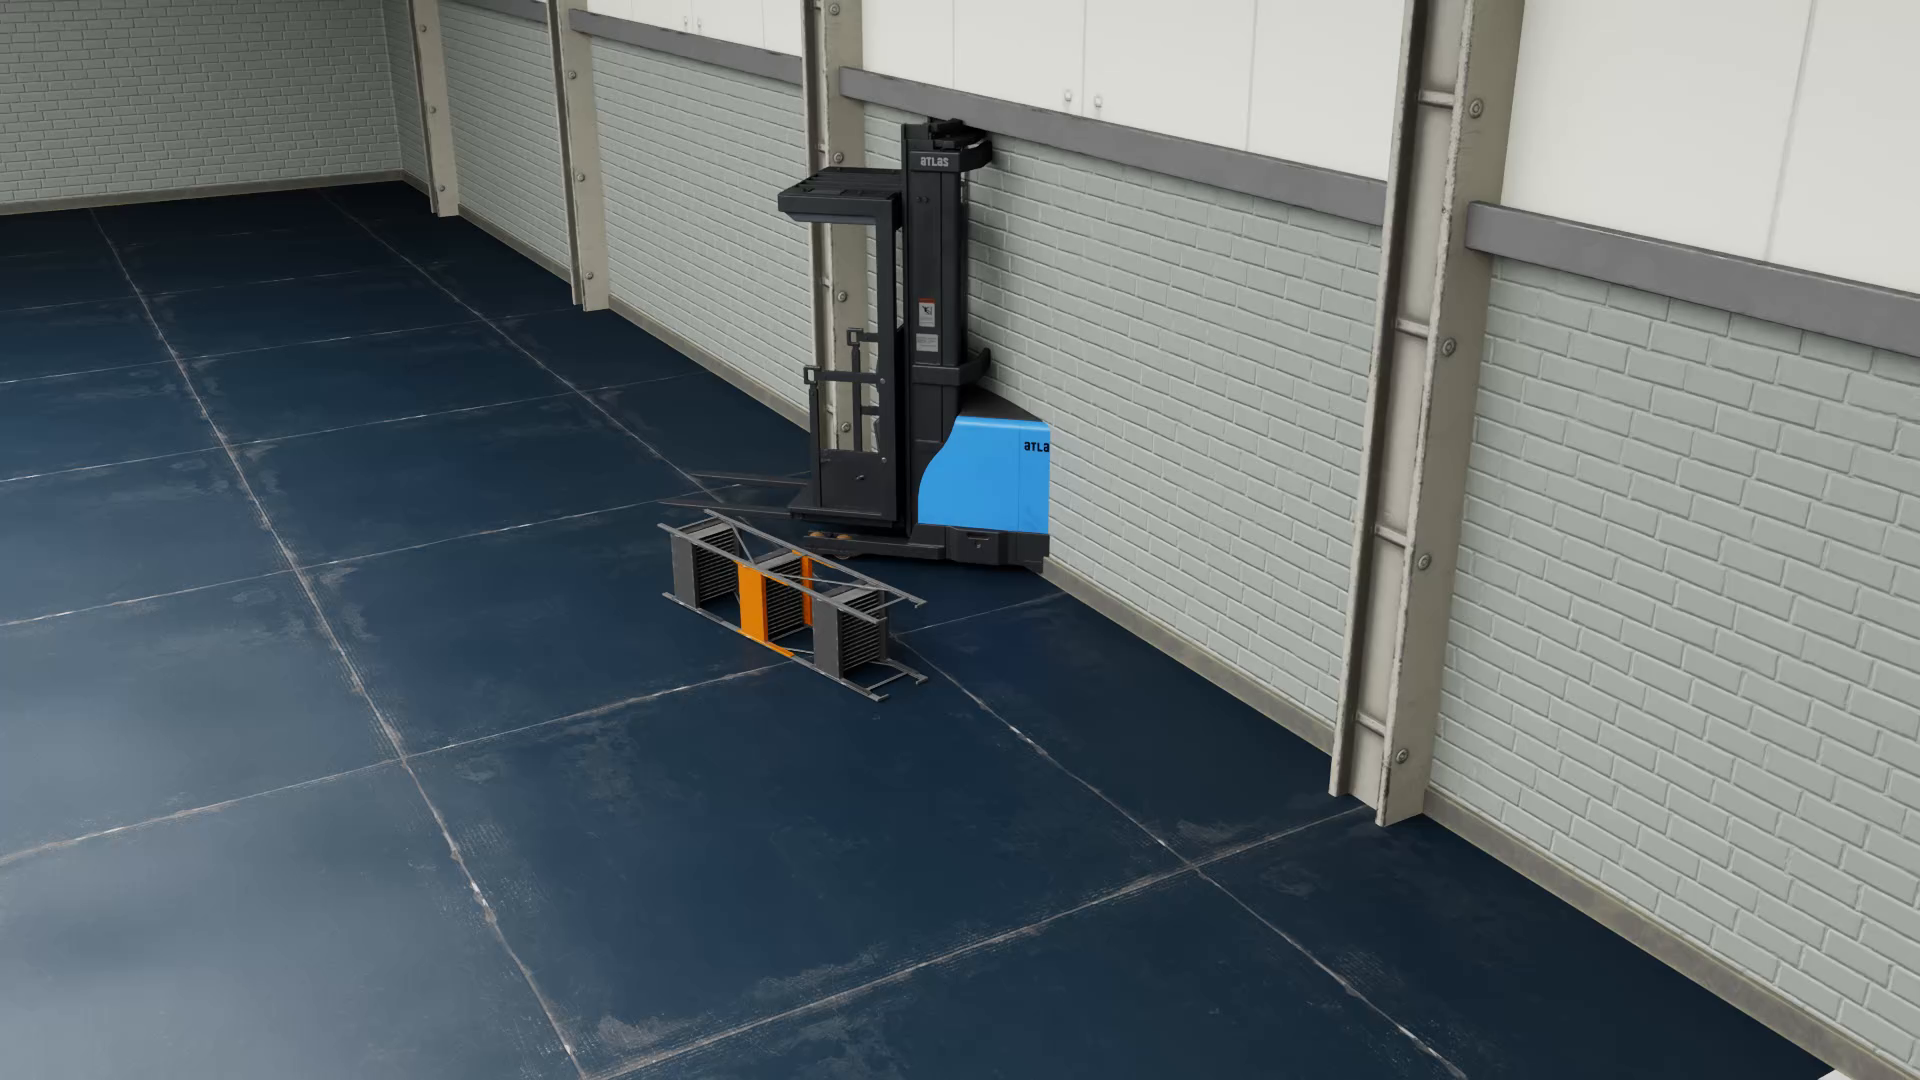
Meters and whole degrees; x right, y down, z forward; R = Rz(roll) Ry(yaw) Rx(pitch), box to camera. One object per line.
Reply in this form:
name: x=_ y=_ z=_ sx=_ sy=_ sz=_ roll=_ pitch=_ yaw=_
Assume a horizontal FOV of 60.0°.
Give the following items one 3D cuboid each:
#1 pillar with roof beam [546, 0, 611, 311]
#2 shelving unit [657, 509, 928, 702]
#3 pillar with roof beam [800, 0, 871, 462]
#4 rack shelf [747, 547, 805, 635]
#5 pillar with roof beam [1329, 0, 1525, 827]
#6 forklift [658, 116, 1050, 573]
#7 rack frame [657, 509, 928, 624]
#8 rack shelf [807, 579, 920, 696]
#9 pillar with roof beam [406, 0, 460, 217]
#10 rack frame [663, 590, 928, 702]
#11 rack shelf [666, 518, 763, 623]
pillar with roof beam: x=-7.694 y=-5.887 z=14.344 sx=9.100 sy=9.000 sz=0.400 roll=-13 pitch=25 yaw=-28
shelving unit: x=-1.067 y=0.360 z=10.240 sx=0.431 sy=0.503 sz=2.100 roll=-20 pitch=30 yaw=-41
pillar with roof beam: x=-4.629 y=-3.945 z=9.566 sx=9.100 sy=9.000 sz=0.400 roll=-13 pitch=25 yaw=-28
rack shelf: x=-1.154 y=0.327 z=10.321 sx=0.368 sy=0.457 sz=0.174 roll=-20 pitch=30 yaw=-41
pillar with roof beam: x=-1.565 y=-2.002 z=4.787 sx=9.100 sy=9.000 sz=0.400 roll=-13 pitch=25 yaw=-28
forklift: x=-0.607 y=-1.412 z=11.392 sx=3.031 sy=2.935 sz=1.130 roll=5 pitch=23 yaw=12
rack frame: x=-1.067 y=0.134 z=10.148 sx=0.400 sy=0.015 sz=2.100 roll=-20 pitch=30 yaw=-41
rack shelf: x=-0.565 y=0.551 z=9.770 sx=0.431 sy=0.480 sz=0.518 roll=-20 pitch=30 yaw=-41
pillar with roof beam: x=-10.759 y=-7.829 z=19.123 sx=9.100 sy=9.000 sz=0.400 roll=-13 pitch=25 yaw=-28
rack frame: x=-1.067 y=0.586 z=10.332 sx=0.400 sy=0.015 sz=2.100 roll=-20 pitch=30 yaw=-41
rack shelf: x=-1.550 y=0.176 z=10.692 sx=0.431 sy=0.480 sz=0.518 roll=-20 pitch=30 yaw=-41
